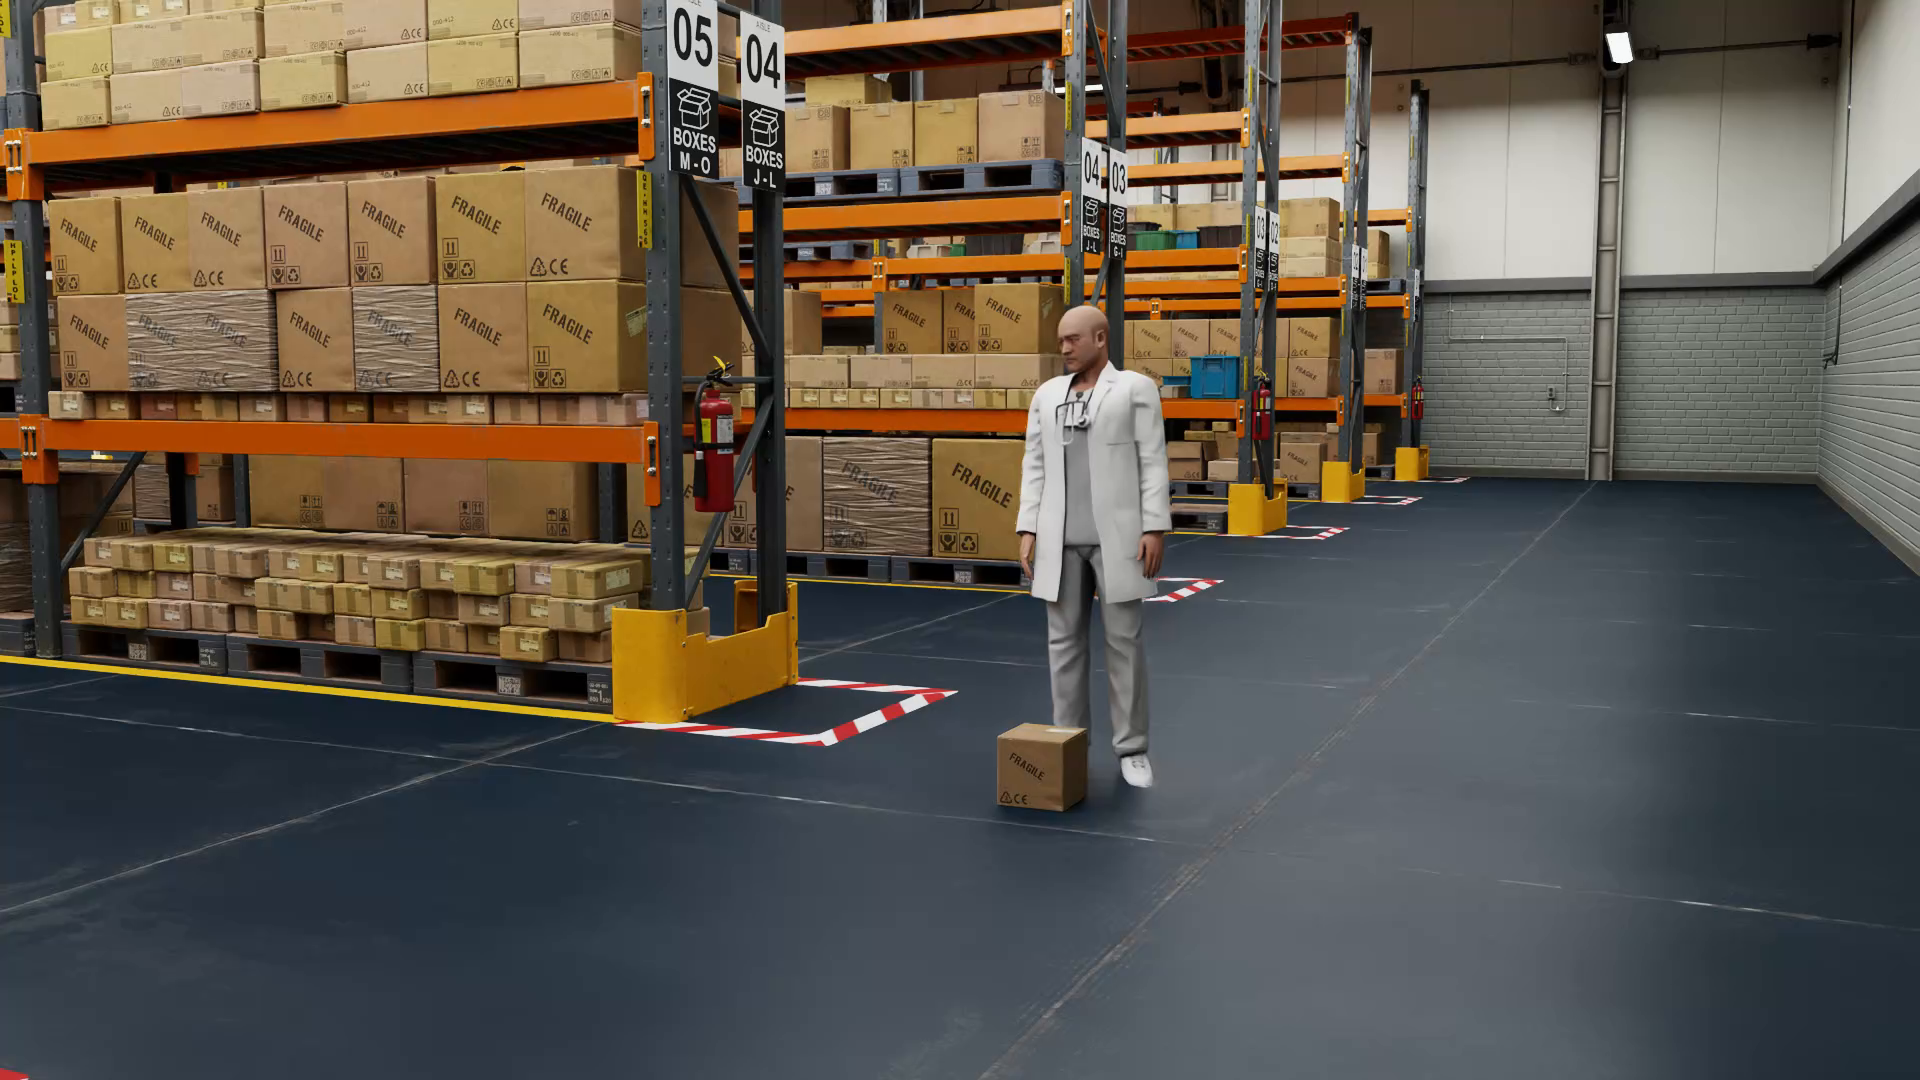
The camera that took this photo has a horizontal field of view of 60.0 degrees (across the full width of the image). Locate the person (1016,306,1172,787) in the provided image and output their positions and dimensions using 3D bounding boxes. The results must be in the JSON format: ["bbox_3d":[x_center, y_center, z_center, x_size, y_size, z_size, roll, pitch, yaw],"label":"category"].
[{"bbox_3d":[0.488,0.037,6.326,0.623,1.796,0.413,3,6,25],"label":"person"}]
